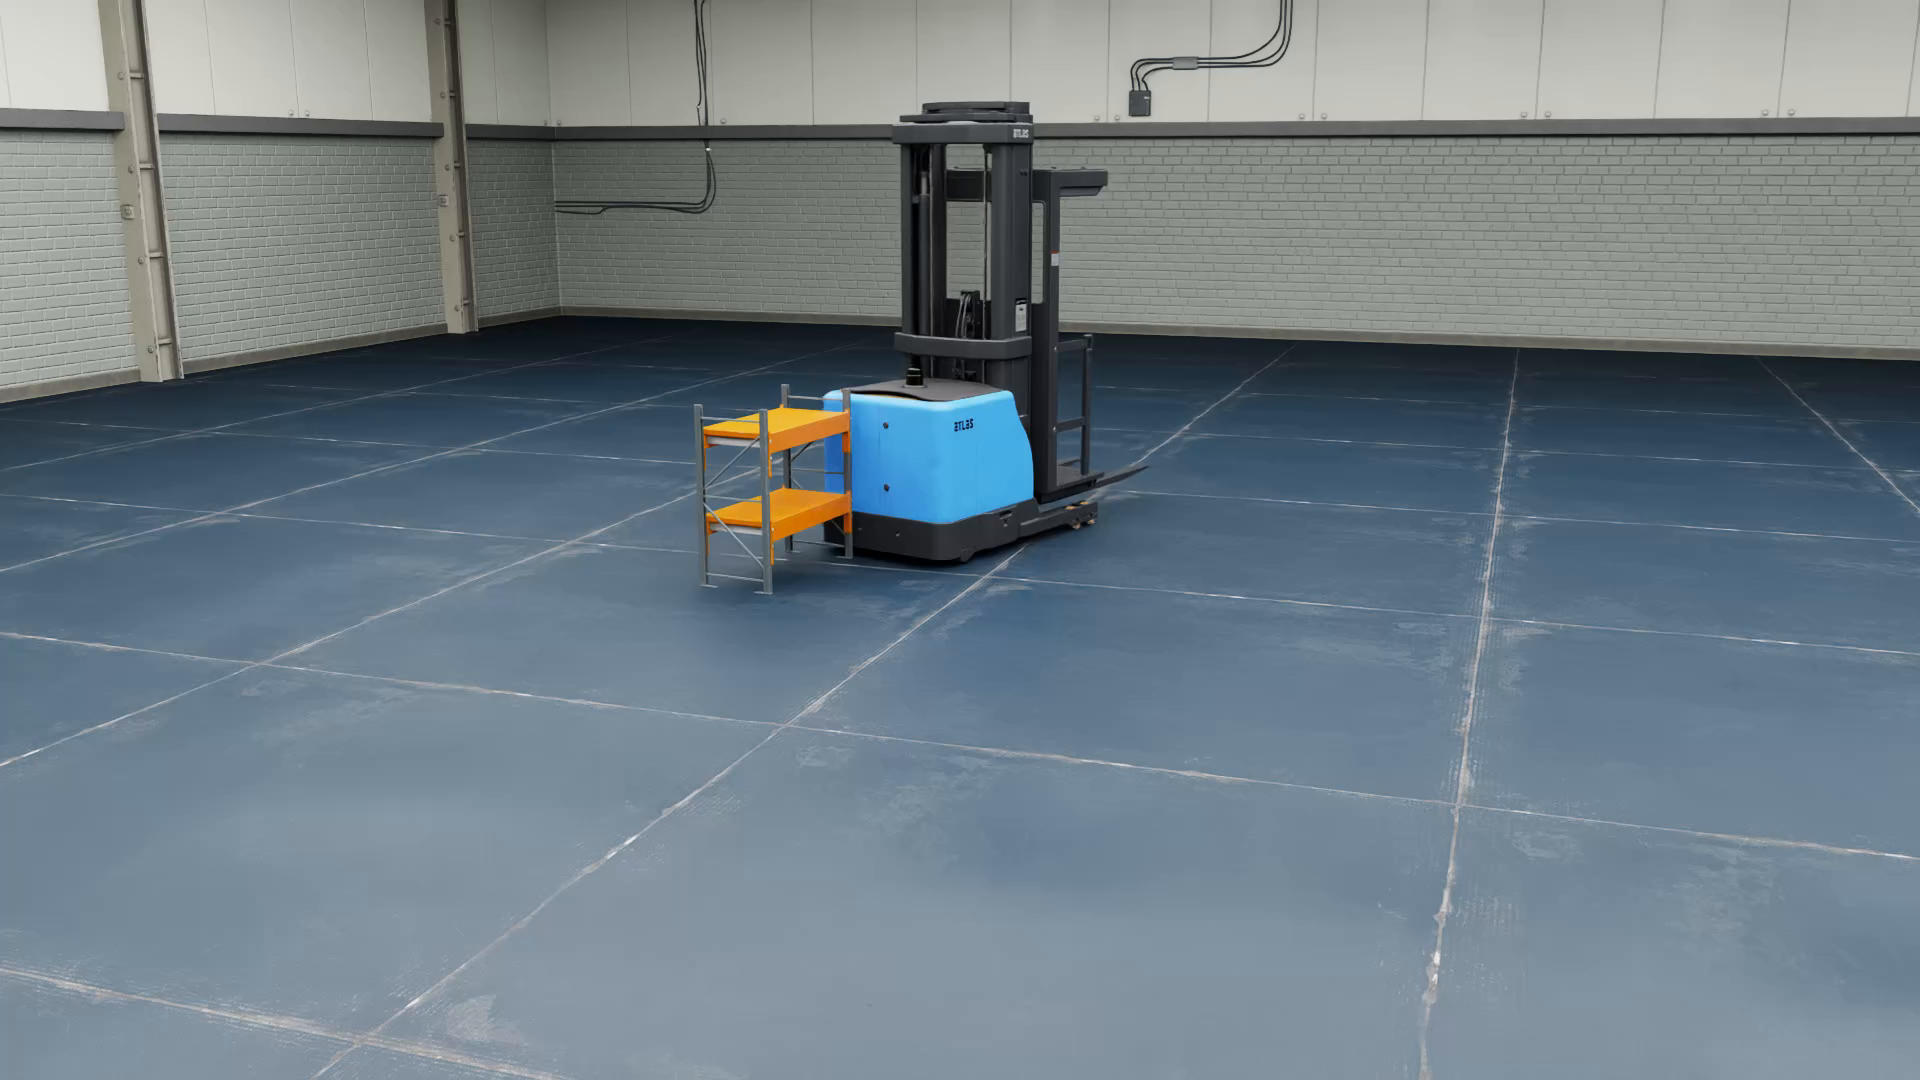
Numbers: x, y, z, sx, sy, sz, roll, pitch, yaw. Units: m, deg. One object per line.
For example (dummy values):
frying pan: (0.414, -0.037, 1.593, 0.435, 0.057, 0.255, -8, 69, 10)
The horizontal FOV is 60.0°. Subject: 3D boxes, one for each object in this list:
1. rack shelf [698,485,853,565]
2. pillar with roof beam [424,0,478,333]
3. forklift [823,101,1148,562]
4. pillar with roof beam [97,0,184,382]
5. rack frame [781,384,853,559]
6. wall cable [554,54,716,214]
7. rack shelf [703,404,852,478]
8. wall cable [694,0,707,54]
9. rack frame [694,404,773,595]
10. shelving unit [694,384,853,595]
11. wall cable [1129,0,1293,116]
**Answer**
rack shelf: (-1.153, -0.107, 10.529, 0.538, 0.278, 1.000, 6, 14, 24)
pillar with roof beam: (-3.537, -7.261, 23.077, 9.100, 9.000, 0.400, 4, 14, 18)
forklift: (0.340, -1.561, 11.742, 1.130, 2.935, 3.031, 9, 16, 34)
pillar with roof beam: (-5.479, -5.998, 17.542, 9.100, 9.000, 0.400, 4, 14, 18)
rack frame: (-0.938, -0.448, 10.924, 0.500, 1.125, 0.032, 6, 14, 24)
wall cable: (-5.406, -6.582, 27.081, 3.097, 2.526, 0.112, 4, 14, 18)
rack shelf: (-1.153, -0.631, 10.409, 0.538, 0.278, 1.000, 6, 14, 24)
wall cable: (-2.847, -8.850, 25.666, 3.097, 2.526, 0.112, 4, 14, 18)
rack frame: (-1.367, -0.243, 10.025, 0.500, 1.125, 0.032, 6, 14, 24)
shelving unit: (-1.153, -0.346, 10.474, 0.538, 1.125, 1.048, 6, 14, 24)
wall cable: (3.571, -9.067, 23.348, 2.305, 6.003, 0.169, 4, 14, 18)
